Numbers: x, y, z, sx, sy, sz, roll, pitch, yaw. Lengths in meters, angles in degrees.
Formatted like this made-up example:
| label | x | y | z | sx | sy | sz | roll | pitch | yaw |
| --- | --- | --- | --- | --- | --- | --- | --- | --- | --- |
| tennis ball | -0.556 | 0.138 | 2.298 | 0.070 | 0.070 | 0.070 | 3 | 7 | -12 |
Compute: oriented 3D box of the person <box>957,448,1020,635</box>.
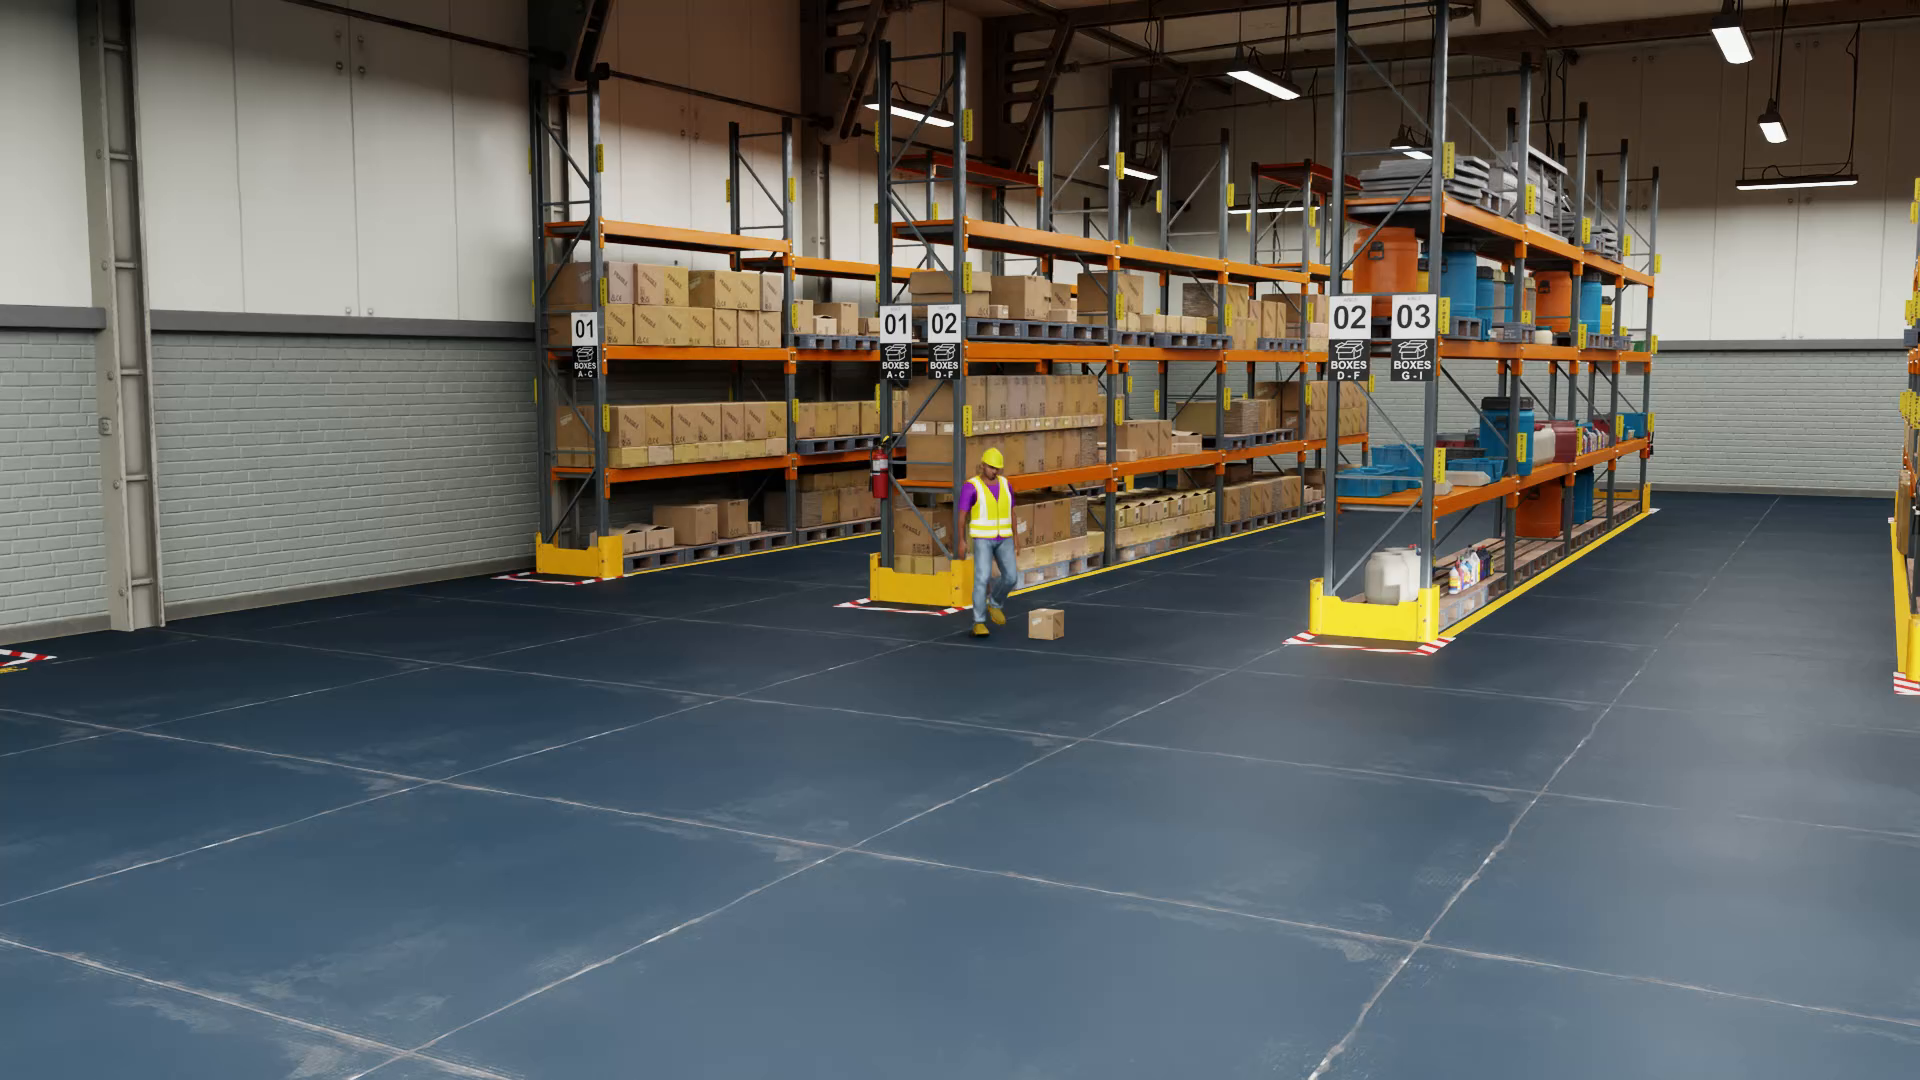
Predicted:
| label | x | y | z | sx | sy | sz | roll | pitch | yaw |
| --- | --- | --- | --- | --- | --- | --- | --- | --- | --- |
| person | 0.291 | -0.004 | 15.949 | 0.655 | 1.761 | 0.638 | -3 | 7 | -27 |
